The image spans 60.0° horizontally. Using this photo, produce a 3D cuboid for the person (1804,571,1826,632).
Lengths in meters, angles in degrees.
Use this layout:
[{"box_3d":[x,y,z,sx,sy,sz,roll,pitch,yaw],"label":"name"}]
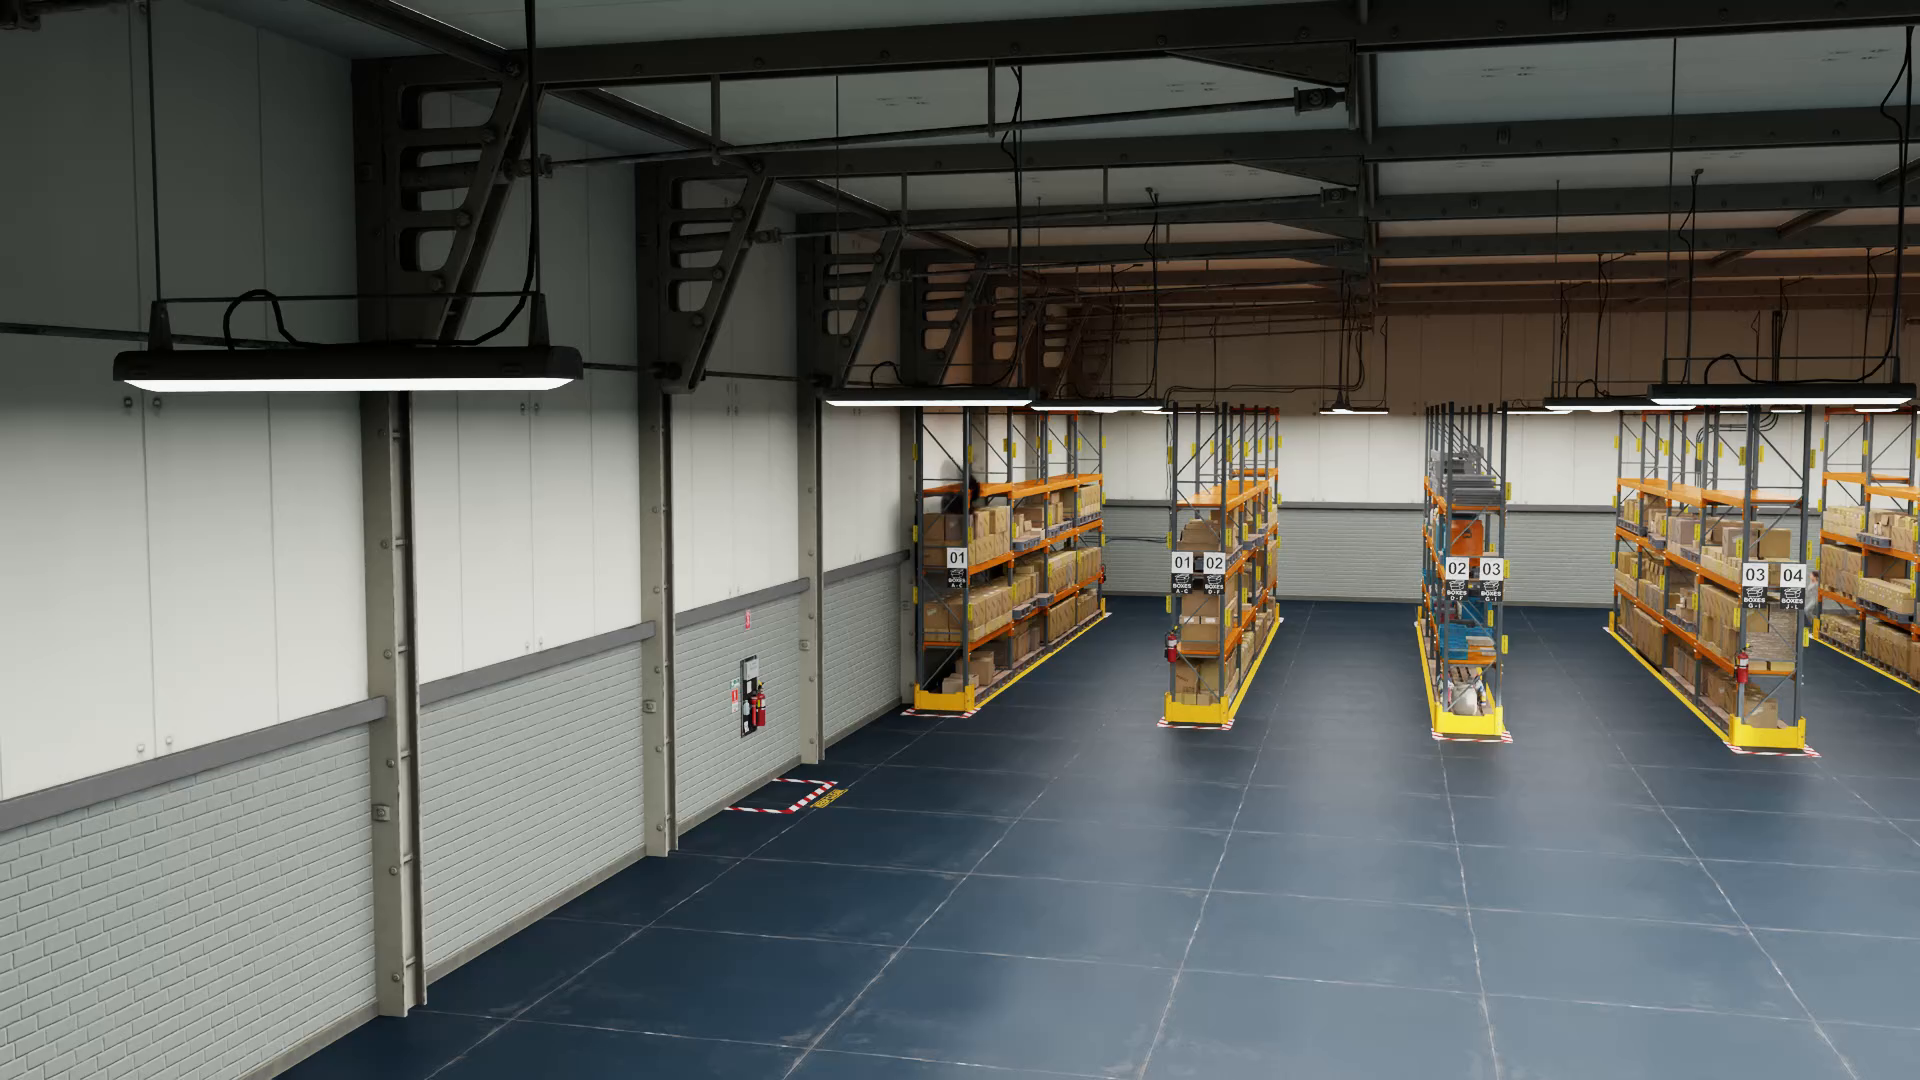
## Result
[{"box_3d":[22.684,1.644,44.141,0.703,1.620,0.576,1,4,7],"label":"person"}]
